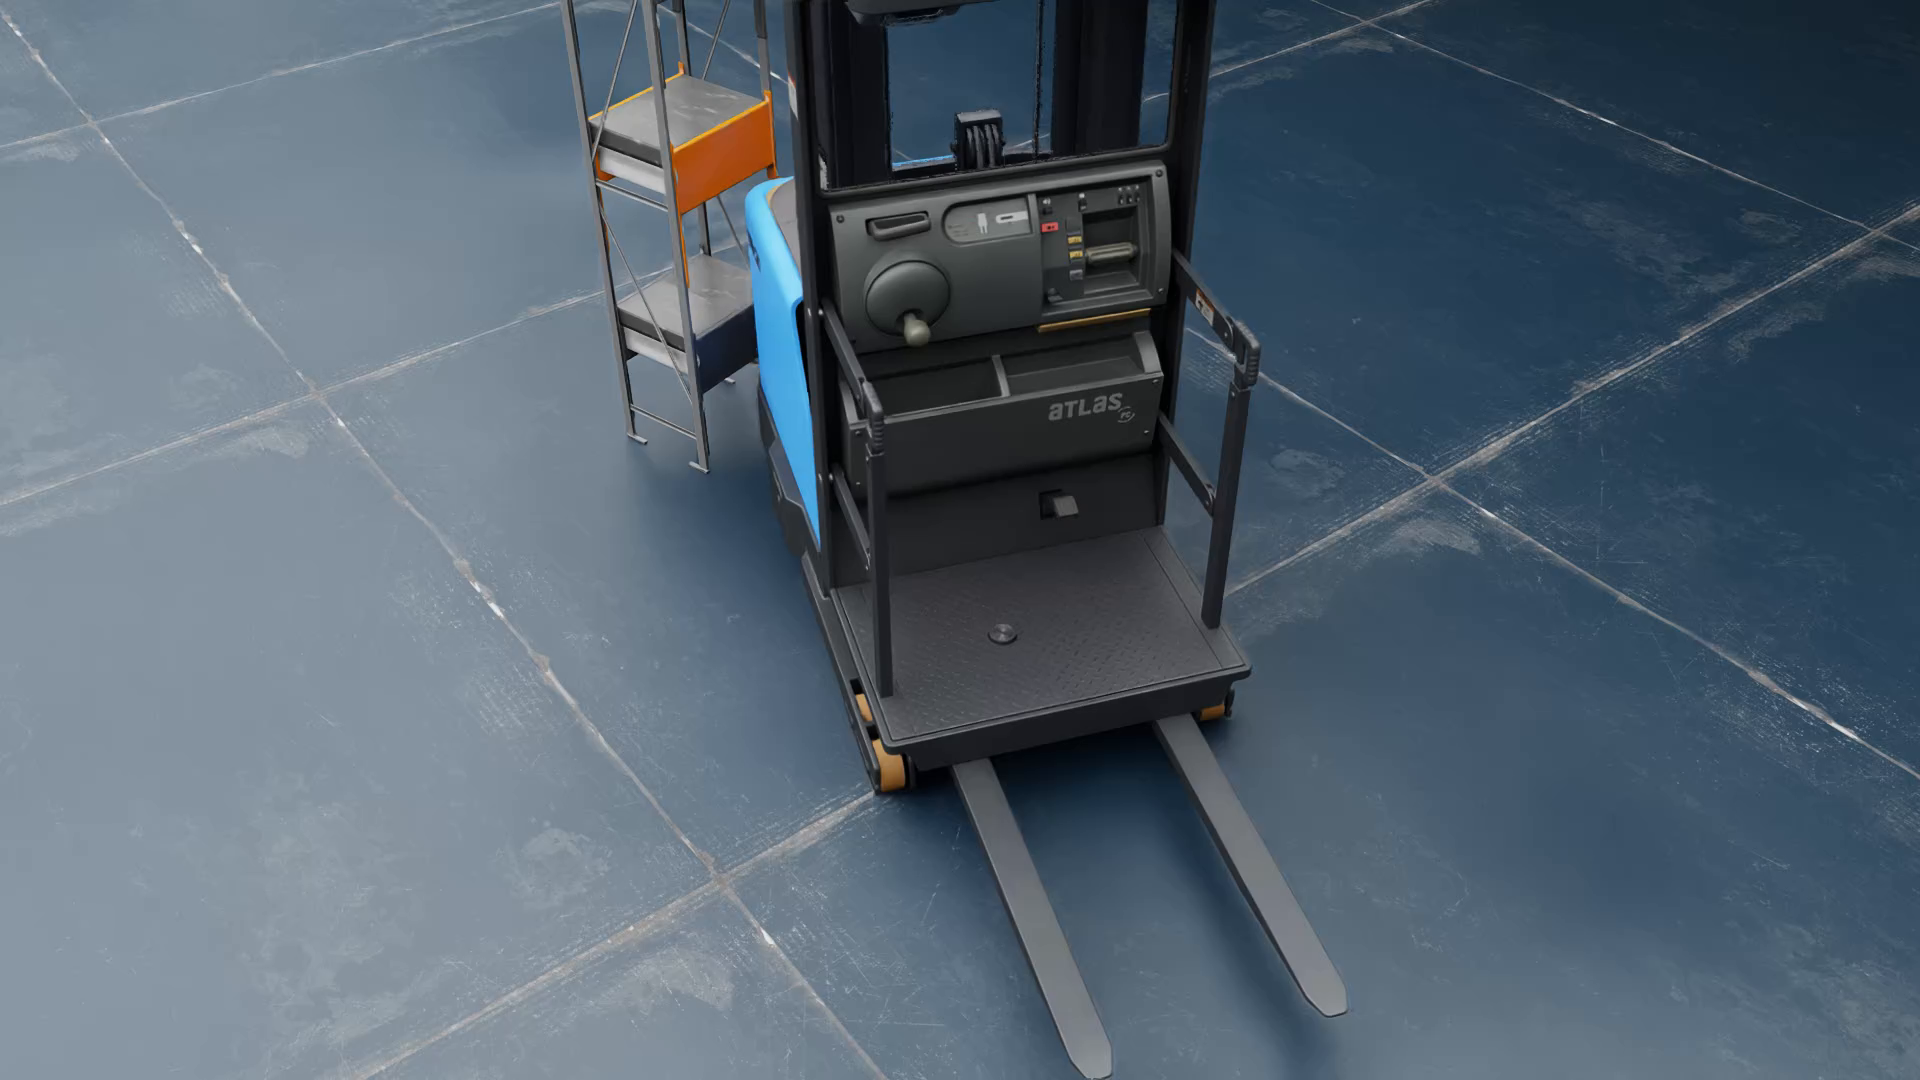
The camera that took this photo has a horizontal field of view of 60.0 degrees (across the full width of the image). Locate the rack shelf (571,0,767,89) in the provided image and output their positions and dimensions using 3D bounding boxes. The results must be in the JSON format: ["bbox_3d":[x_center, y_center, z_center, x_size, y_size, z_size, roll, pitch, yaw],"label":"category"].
[{"bbox_3d":[-0.935,-1.785,5.188,0.431,0.518,0.480,24,45,27],"label":"rack shelf"}]

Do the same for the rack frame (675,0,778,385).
[{"bbox_3d":[-0.792,-1.380,5.777,0.400,2.100,0.015,24,45,27],"label":"rack frame"}]

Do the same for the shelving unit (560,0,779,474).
[{"bbox_3d":[-0.935,-1.255,5.624,0.431,2.100,0.503,24,45,27],"label":"shelving unit"}]

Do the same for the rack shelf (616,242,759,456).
[{"bbox_3d":[-0.935,-0.703,6.076,0.431,0.518,0.480,24,45,27],"label":"rack shelf"}]

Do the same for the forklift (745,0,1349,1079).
[{"bbox_3d":[0.184,-0.682,4.271,1.130,2.935,3.031,-11,41,-13],"label":"forklift"}]

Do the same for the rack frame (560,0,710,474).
[{"bbox_3d":[-1.077,-1.129,5.471,0.400,2.100,0.015,24,45,27],"label":"rack frame"}]

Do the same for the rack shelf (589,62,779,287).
[{"bbox_3d":[-0.935,-1.244,5.632,0.431,0.518,0.480,24,45,27],"label":"rack shelf"}]
